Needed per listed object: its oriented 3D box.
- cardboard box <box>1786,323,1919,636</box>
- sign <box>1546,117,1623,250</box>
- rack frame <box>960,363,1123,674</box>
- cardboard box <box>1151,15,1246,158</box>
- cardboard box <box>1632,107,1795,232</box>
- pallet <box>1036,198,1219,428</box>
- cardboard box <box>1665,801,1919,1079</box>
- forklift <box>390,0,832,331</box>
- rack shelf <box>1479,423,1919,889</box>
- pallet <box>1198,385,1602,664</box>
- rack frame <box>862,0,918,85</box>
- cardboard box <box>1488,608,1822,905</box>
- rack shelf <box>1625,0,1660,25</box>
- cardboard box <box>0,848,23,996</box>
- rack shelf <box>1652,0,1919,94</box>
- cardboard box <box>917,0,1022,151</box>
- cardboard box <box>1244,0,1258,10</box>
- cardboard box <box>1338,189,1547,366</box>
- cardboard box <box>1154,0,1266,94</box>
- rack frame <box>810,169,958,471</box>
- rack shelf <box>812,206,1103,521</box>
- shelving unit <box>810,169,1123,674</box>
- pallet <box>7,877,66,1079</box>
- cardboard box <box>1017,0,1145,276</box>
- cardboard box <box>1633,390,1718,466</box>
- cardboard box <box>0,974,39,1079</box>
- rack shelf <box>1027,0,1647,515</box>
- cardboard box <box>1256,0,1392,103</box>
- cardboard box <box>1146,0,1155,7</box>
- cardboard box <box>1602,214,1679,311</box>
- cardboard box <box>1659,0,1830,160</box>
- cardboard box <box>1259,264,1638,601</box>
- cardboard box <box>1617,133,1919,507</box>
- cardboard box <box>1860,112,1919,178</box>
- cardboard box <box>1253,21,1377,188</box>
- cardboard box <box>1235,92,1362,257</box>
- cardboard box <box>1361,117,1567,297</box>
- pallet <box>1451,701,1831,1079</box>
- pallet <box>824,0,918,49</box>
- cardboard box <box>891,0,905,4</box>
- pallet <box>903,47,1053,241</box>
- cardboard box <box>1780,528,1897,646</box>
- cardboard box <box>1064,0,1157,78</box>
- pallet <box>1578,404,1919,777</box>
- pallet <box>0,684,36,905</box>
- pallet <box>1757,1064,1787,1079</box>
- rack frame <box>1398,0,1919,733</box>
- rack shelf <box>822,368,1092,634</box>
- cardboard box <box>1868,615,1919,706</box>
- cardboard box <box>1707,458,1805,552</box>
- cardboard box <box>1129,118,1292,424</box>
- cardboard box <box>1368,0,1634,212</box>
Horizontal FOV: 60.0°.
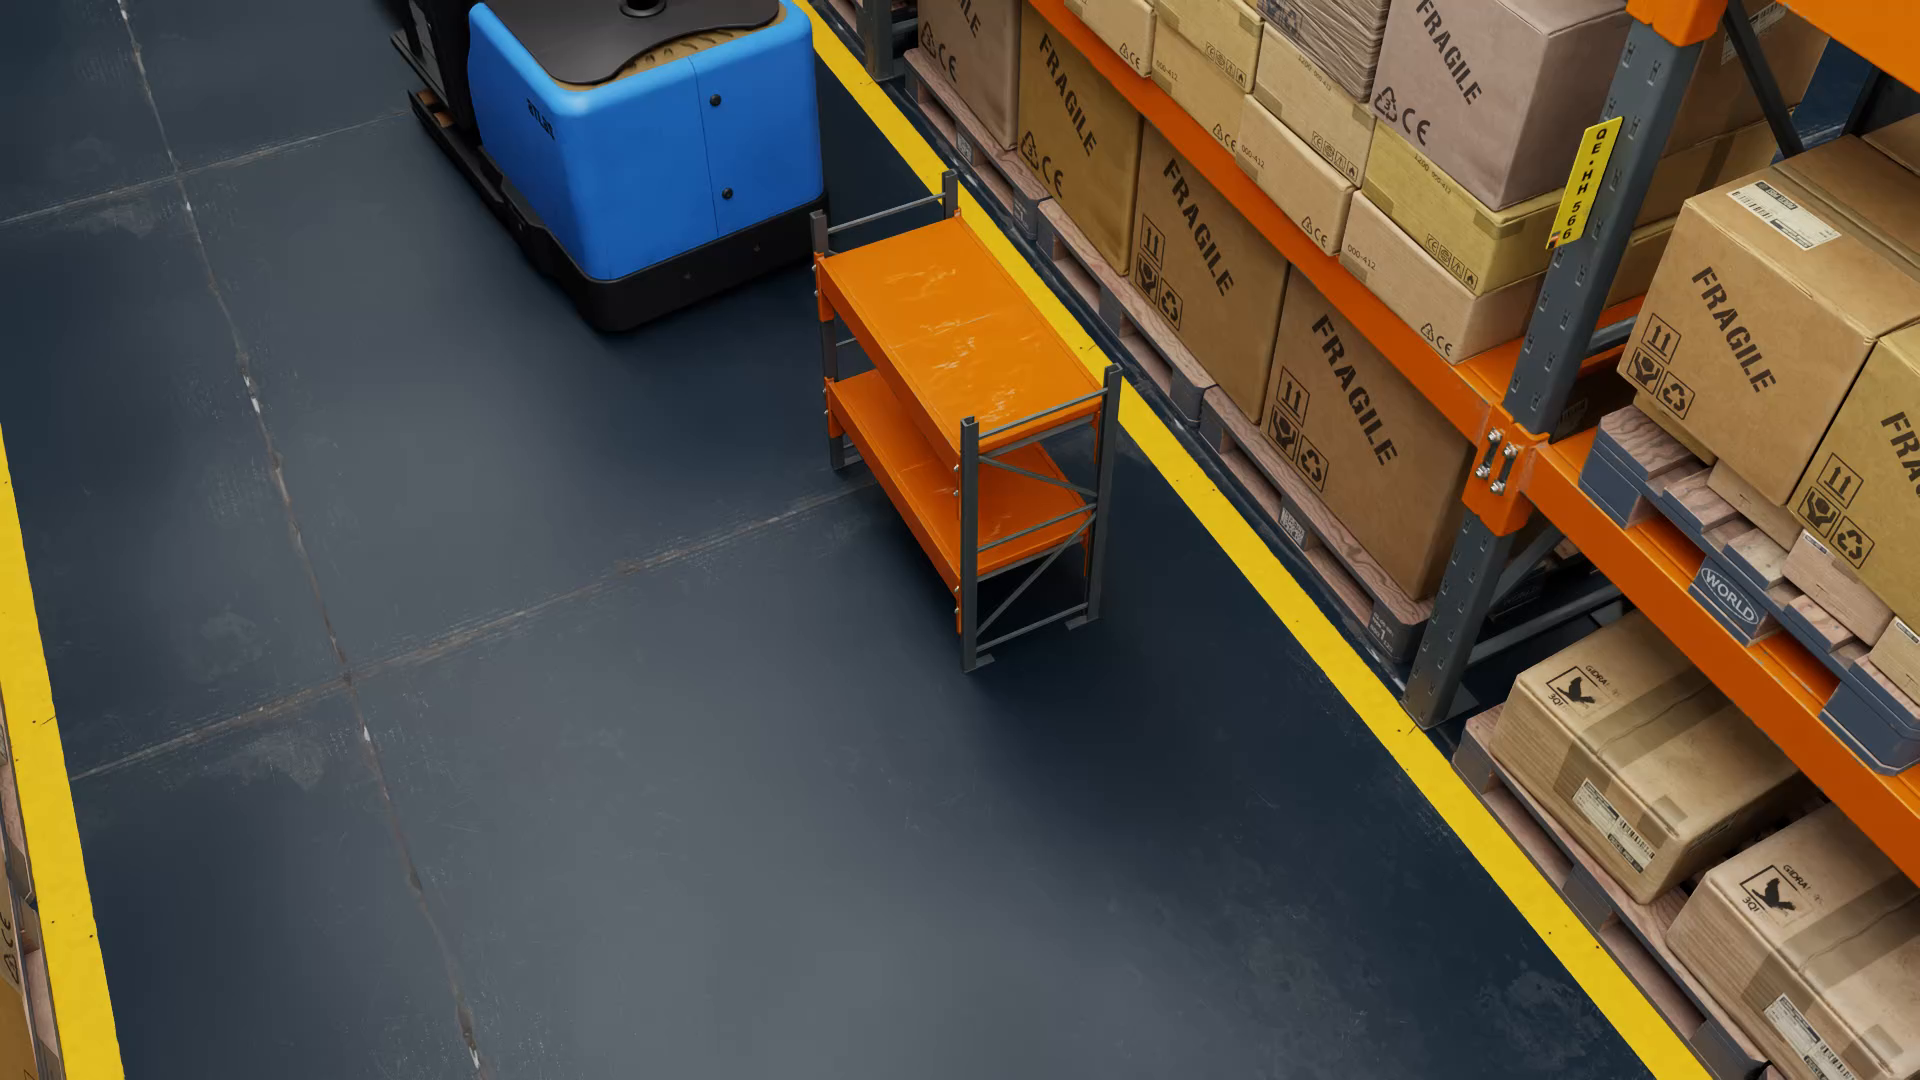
[{"bbox_3d":[2.113,-0.137,3.334,0.500,0.500,0.500,-19,51,-16],"label":"cardboard box"},{"bbox_3d":[1.377,-0.783,3.673,0.100,0.325,0.005,-21,52,-18],"label":"sign"},{"bbox_3d":[0.230,-0.035,5.033,0.500,1.125,0.032,-21,52,-18],"label":"rack frame"},{"bbox_3d":[0.942,-1.474,5.146,0.500,0.250,0.500,-22,52,-18],"label":"cardboard box"},{"bbox_3d":[1.856,-1.135,4.517,0.500,0.250,0.500,-22,52,-18],"label":"cardboard box"},{"bbox_3d":[1.021,-1.047,6.525,1.003,0.211,1.213,-21,52,-18],"label":"pallet"},{"bbox_3d":[2.463,1.004,4.346,0.950,0.372,0.625,-22,52,-18],"label":"cardboard box"},{"bbox_3d":[-1.757,-2.849,6.294,1.130,2.935,3.031,-27,54,-22],"label":"forklift"},{"bbox_3d":[2.784,0.980,3.378,1.077,0.370,4.000,-21,52,-18],"label":"rack shelf"},{"bbox_3d":[1.575,-0.231,5.812,1.003,0.211,1.213,-21,52,-18],"label":"pallet"},{"bbox_3d":[0.038,-3.273,6.620,1.000,3.000,0.127,-21,52,-18],"label":"rack frame"},{"bbox_3d":[2.118,0.513,4.775,0.950,0.372,0.625,-24,53,-20],"label":"cardboard box"},{"bbox_3d":[0.953,-2.685,4.591,1.077,0.370,4.000,-21,52,-18],"label":"rack shelf"},{"bbox_3d":[-2.817,0.965,4.295,0.500,0.500,0.500,-21,52,-17],"label":"cardboard box"},{"bbox_3d":[2.784,-0.008,2.249,1.077,0.370,4.000,-21,52,-18],"label":"rack shelf"},{"bbox_3d":[0.393,-2.324,6.922,0.875,0.875,0.875,-20,52,-16],"label":"cardboard box"},{"bbox_3d":[0.936,-1.889,4.679,0.500,0.500,0.500,-21,52,-17],"label":"cardboard box"},{"bbox_3d":[1.406,-0.795,4.552,0.500,0.250,0.500,-23,53,-19],"label":"cardboard box"},{"bbox_3d":[0.931,-1.625,4.946,0.500,0.250,0.500,-22,53,-18],"label":"cardboard box"},{"bbox_3d":[-0.236,-0.715,5.628,0.500,1.125,0.032,-21,52,-18],"label":"rack frame"},{"bbox_3d":[-0.003,-0.568,5.110,0.538,0.278,1.000,-21,52,-18],"label":"rack shelf"},{"bbox_3d":[-0.003,-0.375,5.331,0.538,1.125,1.048,-21,52,-18],"label":"shelving unit"},{"bbox_3d":[-2.843,1.572,4.235,1.003,0.211,1.213,-21,52,-18],"label":"pallet"},{"bbox_3d":[0.813,-1.722,6.396,0.875,0.875,0.875,-20,52,-16],"label":"cardboard box"},{"bbox_3d":[1.852,-0.370,3.968,0.380,0.149,0.250,-24,53,-20],"label":"cardboard box"},{"bbox_3d":[-2.583,1.300,4.001,0.500,0.500,0.500,-23,53,-19],"label":"cardboard box"},{"bbox_3d":[0.953,-1.697,5.720,1.077,0.370,4.000,-21,52,-18],"label":"rack shelf"},{"bbox_3d":[1.157,-1.554,4.386,0.500,0.500,0.500,-20,52,-17],"label":"cardboard box"},{"bbox_3d":[0.693,-1.972,5.250,0.500,0.250,0.500,-23,53,-19],"label":"cardboard box"},{"bbox_3d":[1.868,-0.960,4.697,0.500,0.250,0.500,-22,52,-18],"label":"cardboard box"},{"bbox_3d":[1.860,-1.372,4.227,0.500,0.500,0.500,-23,53,-19],"label":"cardboard box"},{"bbox_3d":[1.626,-0.525,5.349,0.875,0.875,0.875,-22,52,-18],"label":"cardboard box"},{"bbox_3d":[1.869,-0.484,3.637,0.500,0.500,0.500,-23,53,-19],"label":"cardboard box"},{"bbox_3d":[2.324,-0.656,3.788,0.500,0.500,0.500,-23,53,-19],"label":"cardboard box"},{"bbox_3d":[1.183,-1.289,4.652,0.500,0.250,0.500,-22,53,-18],"label":"cardboard box"},{"bbox_3d":[1.159,-1.132,4.847,0.500,0.250,0.500,-20,52,-17],"label":"cardboard box"},{"bbox_3d":[1.421,-0.947,4.353,0.500,0.250,0.500,-21,52,-18],"label":"cardboard box"},{"bbox_3d":[2.225,0.846,4.870,1.003,0.211,1.213,-21,52,-18],"label":"pallet"},{"bbox_3d":[-0.240,-2.891,8.138,1.003,0.211,1.213,-21,52,-18],"label":"pallet"},{"bbox_3d":[-0.154,-3.025,7.826,0.875,0.438,0.875,-22,52,-18],"label":"cardboard box"},{"bbox_3d":[0.458,-1.864,7.240,1.003,0.211,1.213,-21,52,-18],"label":"pallet"},{"bbox_3d":[2.036,0.030,3.619,0.380,0.149,0.250,-24,53,-20],"label":"cardboard box"},{"bbox_3d":[0.684,-1.806,5.436,0.500,0.250,0.500,-22,52,-18],"label":"cardboard box"},{"bbox_3d":[2.289,-0.092,3.965,1.213,0.211,1.003,-21,52,-18],"label":"pallet"},{"bbox_3d":[-3.397,0.756,4.948,1.003,0.211,1.213,-21,52,-18],"label":"pallet"},{"bbox_3d":[2.779,1.661,4.157,1.003,0.211,1.213,-21,52,-18],"label":"pallet"},{"bbox_3d":[1.869,-0.596,4.278,1.000,3.000,0.127,-21,52,-18],"label":"rack frame"},{"bbox_3d":[-0.003,-0.214,5.515,0.538,0.278,1.000,-21,52,-18],"label":"rack shelf"},{"bbox_3d":[2.143,0.221,3.451,0.380,0.149,0.250,-21,52,-17],"label":"cardboard box"},{"bbox_3d":[1.951,-0.169,3.793,0.380,0.149,0.250,-24,53,-20],"label":"cardboard box"},{"bbox_3d":[1.222,-1.124,5.873,0.875,0.875,0.875,-21,52,-17],"label":"cardboard box"},{"bbox_3d":[1.399,-1.214,4.088,0.500,0.500,0.500,-22,53,-18],"label":"cardboard box"}]
